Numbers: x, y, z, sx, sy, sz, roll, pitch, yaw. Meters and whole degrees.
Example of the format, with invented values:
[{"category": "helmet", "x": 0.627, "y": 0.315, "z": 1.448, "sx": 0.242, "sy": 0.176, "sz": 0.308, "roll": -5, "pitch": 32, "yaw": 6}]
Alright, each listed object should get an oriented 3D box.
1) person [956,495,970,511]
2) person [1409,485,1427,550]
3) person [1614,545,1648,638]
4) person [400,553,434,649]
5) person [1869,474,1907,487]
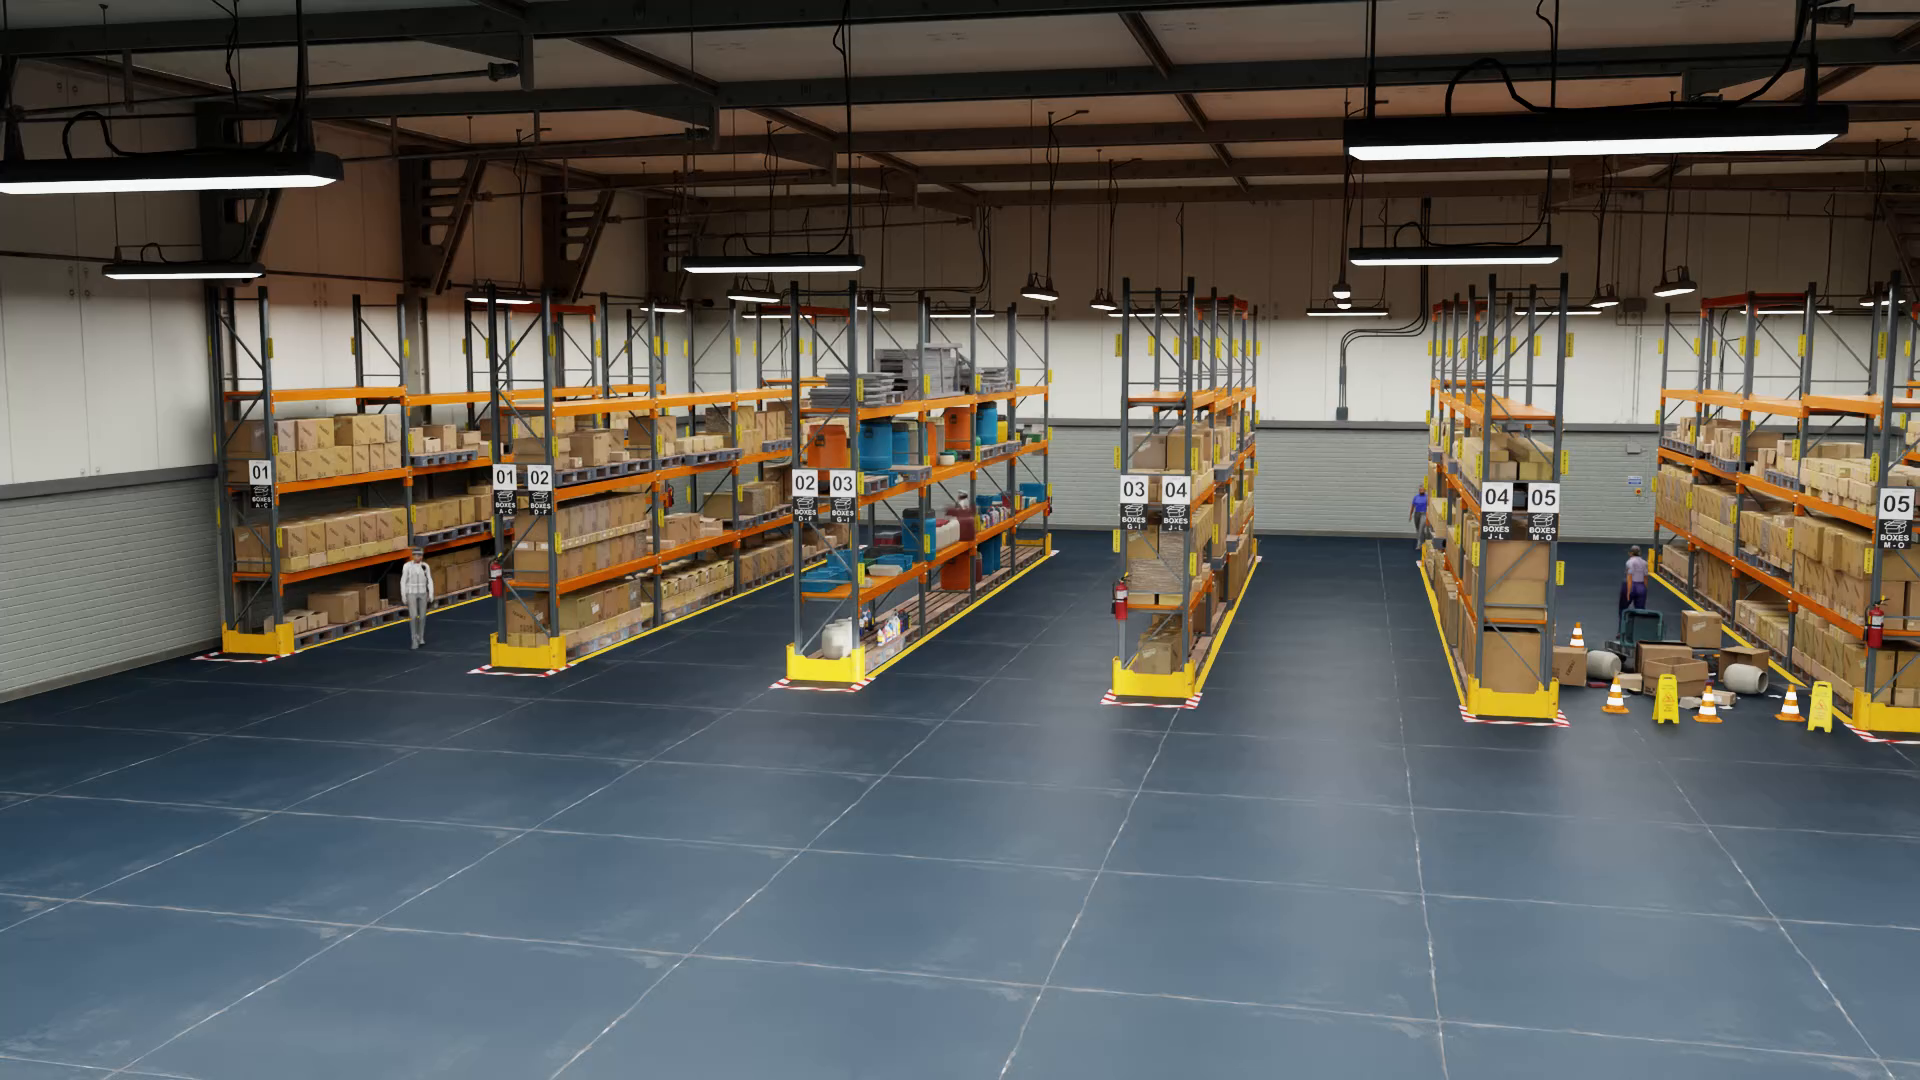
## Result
[{"category": "person", "x": 0.094, "y": -0.373, "z": 39.859, "sx": 0.747, "sy": 1.643, "sz": 0.517, "roll": 4, "pitch": 8, "yaw": 29}, {"category": "person", "x": 11.514, "y": -0.585, "z": 41.575, "sx": 0.499, "sy": 1.608, "sz": 0.983, "roll": 5, "pitch": 8, "yaw": 38}, {"category": "person", "x": 11.609, "y": 0.936, "z": 28.604, "sx": 0.494, "sy": 1.686, "sz": 0.626, "roll": 1, "pitch": 7, "yaw": 5}, {"category": "person", "x": -9.134, "y": 0.983, "z": 28.077, "sx": 0.510, "sy": 1.708, "sz": 0.570, "roll": -4, "pitch": 8, "yaw": -33}, {"category": "person", "x": 13.885, "y": 0.591, "z": 23.716, "sx": 2.771, "sy": 3.293, "sz": 4.196, "roll": 2, "pitch": 7, "yaw": 14}]
